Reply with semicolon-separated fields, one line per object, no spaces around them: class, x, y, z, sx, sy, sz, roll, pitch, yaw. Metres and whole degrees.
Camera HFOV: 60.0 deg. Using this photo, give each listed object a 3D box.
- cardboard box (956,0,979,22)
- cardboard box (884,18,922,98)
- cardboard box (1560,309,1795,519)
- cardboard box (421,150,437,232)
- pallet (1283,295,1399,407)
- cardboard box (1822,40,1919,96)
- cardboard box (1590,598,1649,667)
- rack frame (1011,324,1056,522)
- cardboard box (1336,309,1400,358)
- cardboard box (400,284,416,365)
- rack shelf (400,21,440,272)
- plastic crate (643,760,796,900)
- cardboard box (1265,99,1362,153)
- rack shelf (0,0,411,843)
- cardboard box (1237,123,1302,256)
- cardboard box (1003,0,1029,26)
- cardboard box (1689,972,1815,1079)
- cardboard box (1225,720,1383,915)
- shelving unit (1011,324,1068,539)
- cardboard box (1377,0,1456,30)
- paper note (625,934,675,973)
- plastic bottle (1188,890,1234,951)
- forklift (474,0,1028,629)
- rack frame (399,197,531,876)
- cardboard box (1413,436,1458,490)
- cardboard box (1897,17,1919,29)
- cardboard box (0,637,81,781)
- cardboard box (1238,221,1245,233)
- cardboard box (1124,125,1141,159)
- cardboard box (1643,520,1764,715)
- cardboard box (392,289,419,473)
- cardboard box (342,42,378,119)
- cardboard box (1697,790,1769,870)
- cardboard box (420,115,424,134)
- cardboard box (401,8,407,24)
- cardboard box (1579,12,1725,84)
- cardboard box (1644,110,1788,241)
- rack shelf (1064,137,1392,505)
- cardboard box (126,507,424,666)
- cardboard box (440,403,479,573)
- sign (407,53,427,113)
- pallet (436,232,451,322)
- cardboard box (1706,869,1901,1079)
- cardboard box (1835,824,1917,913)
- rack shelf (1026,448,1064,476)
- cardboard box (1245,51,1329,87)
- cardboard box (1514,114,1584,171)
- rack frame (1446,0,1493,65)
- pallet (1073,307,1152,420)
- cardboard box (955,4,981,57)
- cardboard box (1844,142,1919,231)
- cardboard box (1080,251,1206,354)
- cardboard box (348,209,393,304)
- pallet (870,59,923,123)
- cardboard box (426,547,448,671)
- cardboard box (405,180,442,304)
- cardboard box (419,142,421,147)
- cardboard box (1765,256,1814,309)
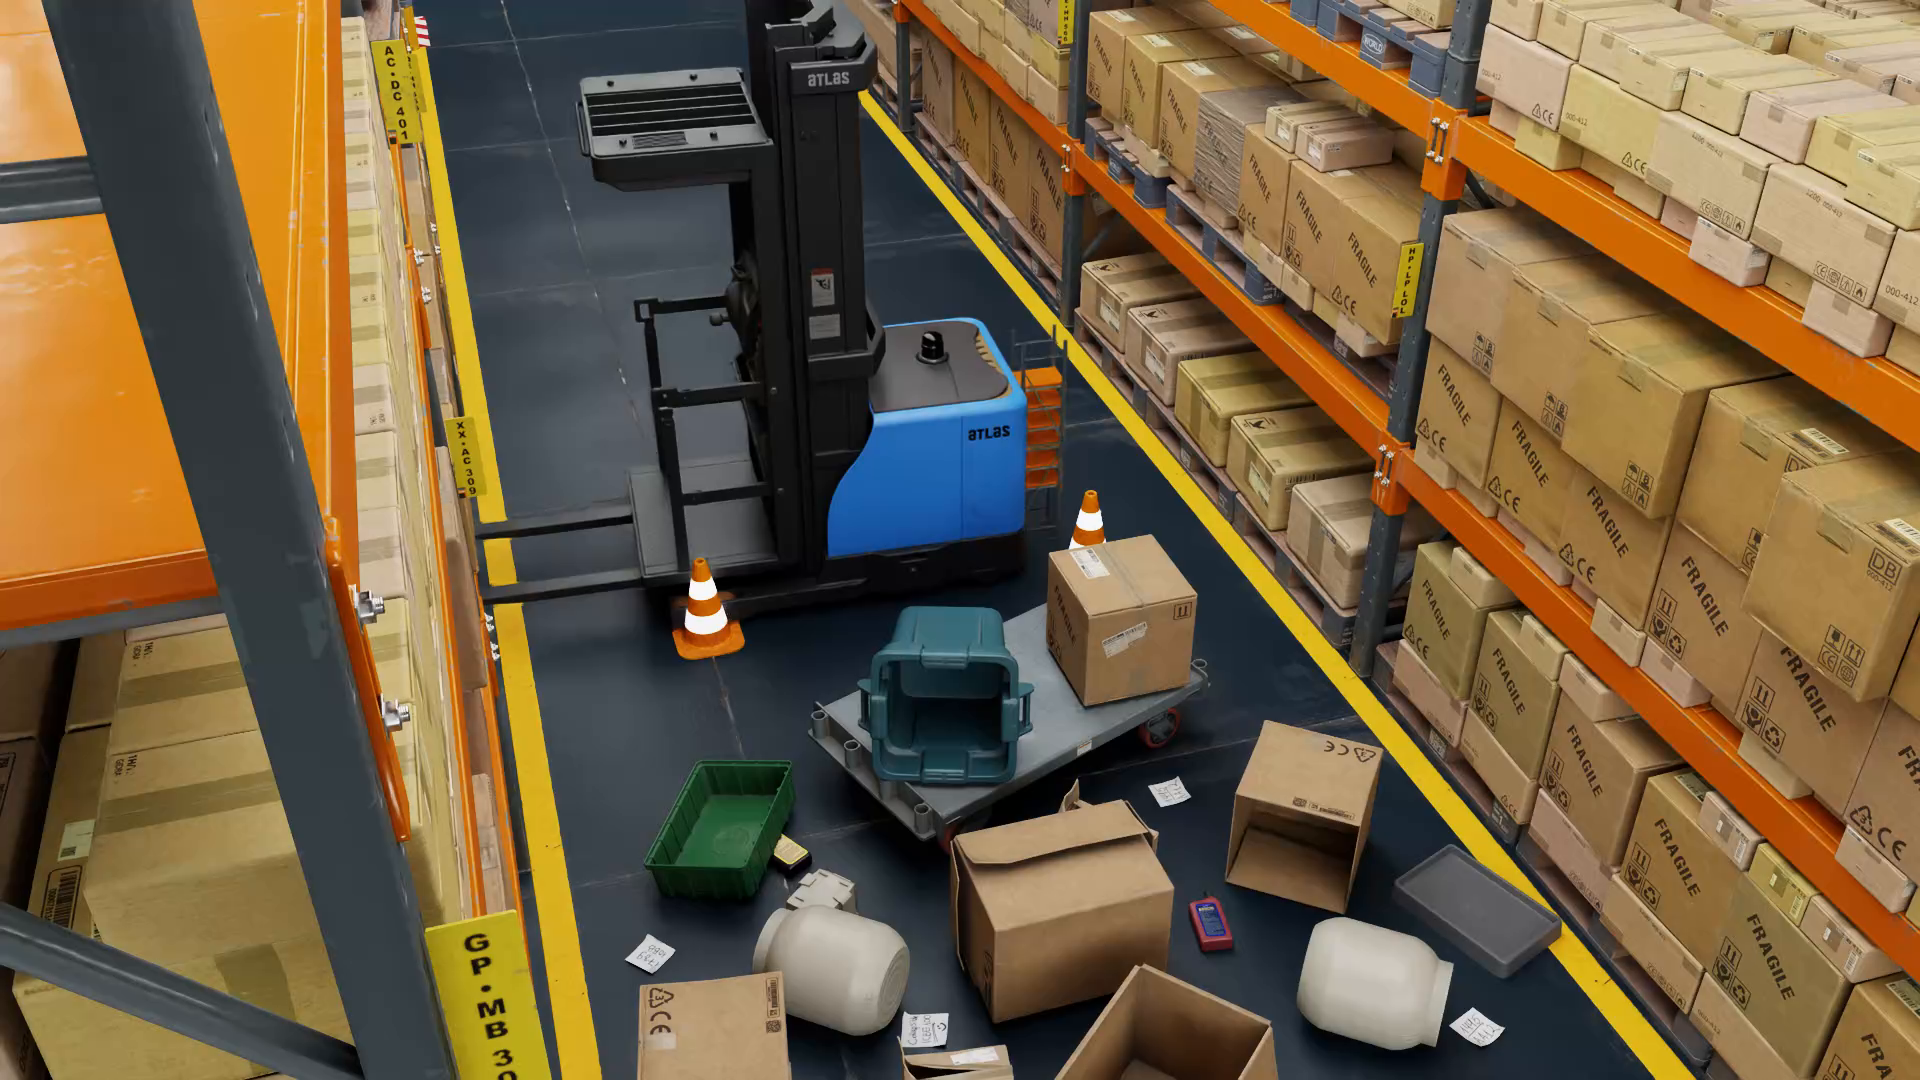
cardboard box;0.289;-3.955;12.017;0.500;0.250;0.500;-11;35;-16
cardboard box;-0.137;-4.345;14.868;0.875;0.438;0.875;-11;35;-15
cardboard box;2.583;-0.467;5.787;0.700;0.500;0.500;-11;35;-16
cardboard box;-4.109;-2.523;12.053;0.500;0.500;0.500;-11;35;-16
pallet;2.298;-1.037;8.092;1.003;0.211;1.213;-10;35;-15
cardboard box;3.030;-1.497;5.397;0.380;0.149;0.250;-11;35;-16
cardboard box;2.565;0.306;6.113;0.380;0.149;0.250;-10;35;-15
rack frame;0.381;-0.594;8.881;0.240;1.200;0.006;-8;34;-13
cardboard box;1.973;-0.985;7.687;0.380;0.149;0.250;-10;35;-14
cardboard box;-1.565;-0.499;4.139;0.380;0.149;0.250;-9;35;-14
rack shelf;-4.121;-2.656;11.020;1.077;0.370;4.000;-10;35;-15
plastic crate;-0.990;1.214;7.009;0.450;0.188;0.662;-2;32;16
cardboard box;1.708;-2.007;8.056;0.380;0.149;0.250;-11;35;-17
rack shelf;-1.680;-0.792;3.120;1.077;0.370;4.000;-10;35;-15
cardboard box;1.729;-1.768;8.283;0.500;0.500;0.500;-9;34;-13
cardboard box;0.602;-3.746;11.019;0.500;0.500;0.500;-9;35;-14
cardboard box;2.960;1.728;5.846;0.500;0.250;0.500;-10;35;-15
cardboard box;1.424;1.142;6.886;0.500;0.500;0.500;13;36;18
shelving unit;0.405;-0.546;8.807;0.258;1.200;0.189;-8;34;-13
cardboard box;2.077;-2.338;6.921;0.500;0.250;0.500;-11;35;-16
paper note;-1.223;1.633;6.569;0.142;0.020;0.147;19;38;26
plastic bottle;1.001;1.528;6.702;0.133;0.061;0.283;-4;34;-6
forklift;-1.224;-1.090;8.061;3.031;2.935;1.130;-8;34;-11
rack frame;-2.290;0.194;6.055;1.000;3.000;0.127;-10;35;-15
cardboard box;2.184;-0.367;7.132;0.380;0.149;0.250;-10;35;-15
cardboard box;6.098;-3.191;10.499;0.380;0.149;0.250;-10;35;-14
cardboard box;-1.637;0.292;2.581;0.500;0.250;0.500;-10;35;-15
cardboard box;1.693;-1.679;8.737;0.380;0.149;0.250;-11;35;-16
cardboard box;1.189;-2.354;9.758;0.380;0.149;0.250;-12;35;-18
cardboard box;2.751;0.208;5.673;0.500;0.500;0.500;-10;35;-14
cardboard box;-1.436;-0.327;3.517;0.500;0.250;0.500;-10;35;-15
cardboard box;-1.798;-1.231;4.523;0.380;0.149;0.250;-10;35;-15
cardboard box;2.792;0.968;5.728;0.380;0.149;0.250;-9;34;-13
cardboard box;-4.617;-3.377;13.664;0.380;0.149;0.250;-9;35;-13
cardboard box;-5.326;-4.849;15.352;0.380;0.149;0.250;-11;35;-16
cardboard box;2.357;-1.679;5.673;0.380;0.149;0.250;-11;35;-16
cardboard box;2.573;-1.193;5.299;0.500;0.250;0.500;-10;35;-14
rack shelf;1.783;-1.441;9.182;1.077;0.370;4.000;-10;35;-15
cardboard box;-1.023;0.103;2.504;0.380;0.149;0.250;-10;35;-15
cardboard box;-2.194;-0.169;6.513;0.500;0.500;0.500;-10;35;-14
sign;-2.983;-2.484;9.058;0.100;0.325;0.005;-10;35;-15
pallet;-4.116;-1.792;11.591;1.003;0.211;1.213;-10;35;-15
cardboard box;2.958;1.418;5.636;0.500;0.500;0.500;-9;34;-13
cardboard box;2.947;0.971;5.108;0.380;0.149;0.250;-9;35;-14
rack shelf;0.405;-0.408;8.897;0.258;0.103;0.180;-8;34;-13
cardboard box;1.899;-2.406;9.248;0.500;0.500;0.500;-12;35;-18
cardboard box;2.279;-1.486;6.104;0.380;0.149;0.250;-10;35;-15
rack frame;2.393;-3.194;5.741;1.000;3.000;0.127;-10;35;-15
pallet;1.410;-1.217;10.720;1.003;0.211;1.213;-10;35;-15
cardboard box;0.280;-3.746;12.154;0.500;0.250;0.500;-11;35;-16
cardboard box;2.729;-0.998;4.642;0.380;0.149;0.250;-9;35;-14
cardboard box;1.336;-1.572;10.730;0.950;0.372;0.625;-12;35;-18
cardboard box;-1.412;-0.566;3.518;0.380;0.149;0.250;-10;35;-14
pallet;-0.205;-4.140;15.144;1.003;0.211;1.213;-10;35;-15
cardboard box;-1.178;0.167;3.132;0.380;0.149;0.250;-10;35;-15
cardboard box;-2.967;-1.494;8.519;0.500;0.500;0.500;-10;35;-15
cardboard box;-4.119;-2.831;11.838;0.500;0.250;0.500;-8;34;-12
cardboard box;2.725;-0.822;5.099;0.380;0.149;0.250;-10;35;-14
